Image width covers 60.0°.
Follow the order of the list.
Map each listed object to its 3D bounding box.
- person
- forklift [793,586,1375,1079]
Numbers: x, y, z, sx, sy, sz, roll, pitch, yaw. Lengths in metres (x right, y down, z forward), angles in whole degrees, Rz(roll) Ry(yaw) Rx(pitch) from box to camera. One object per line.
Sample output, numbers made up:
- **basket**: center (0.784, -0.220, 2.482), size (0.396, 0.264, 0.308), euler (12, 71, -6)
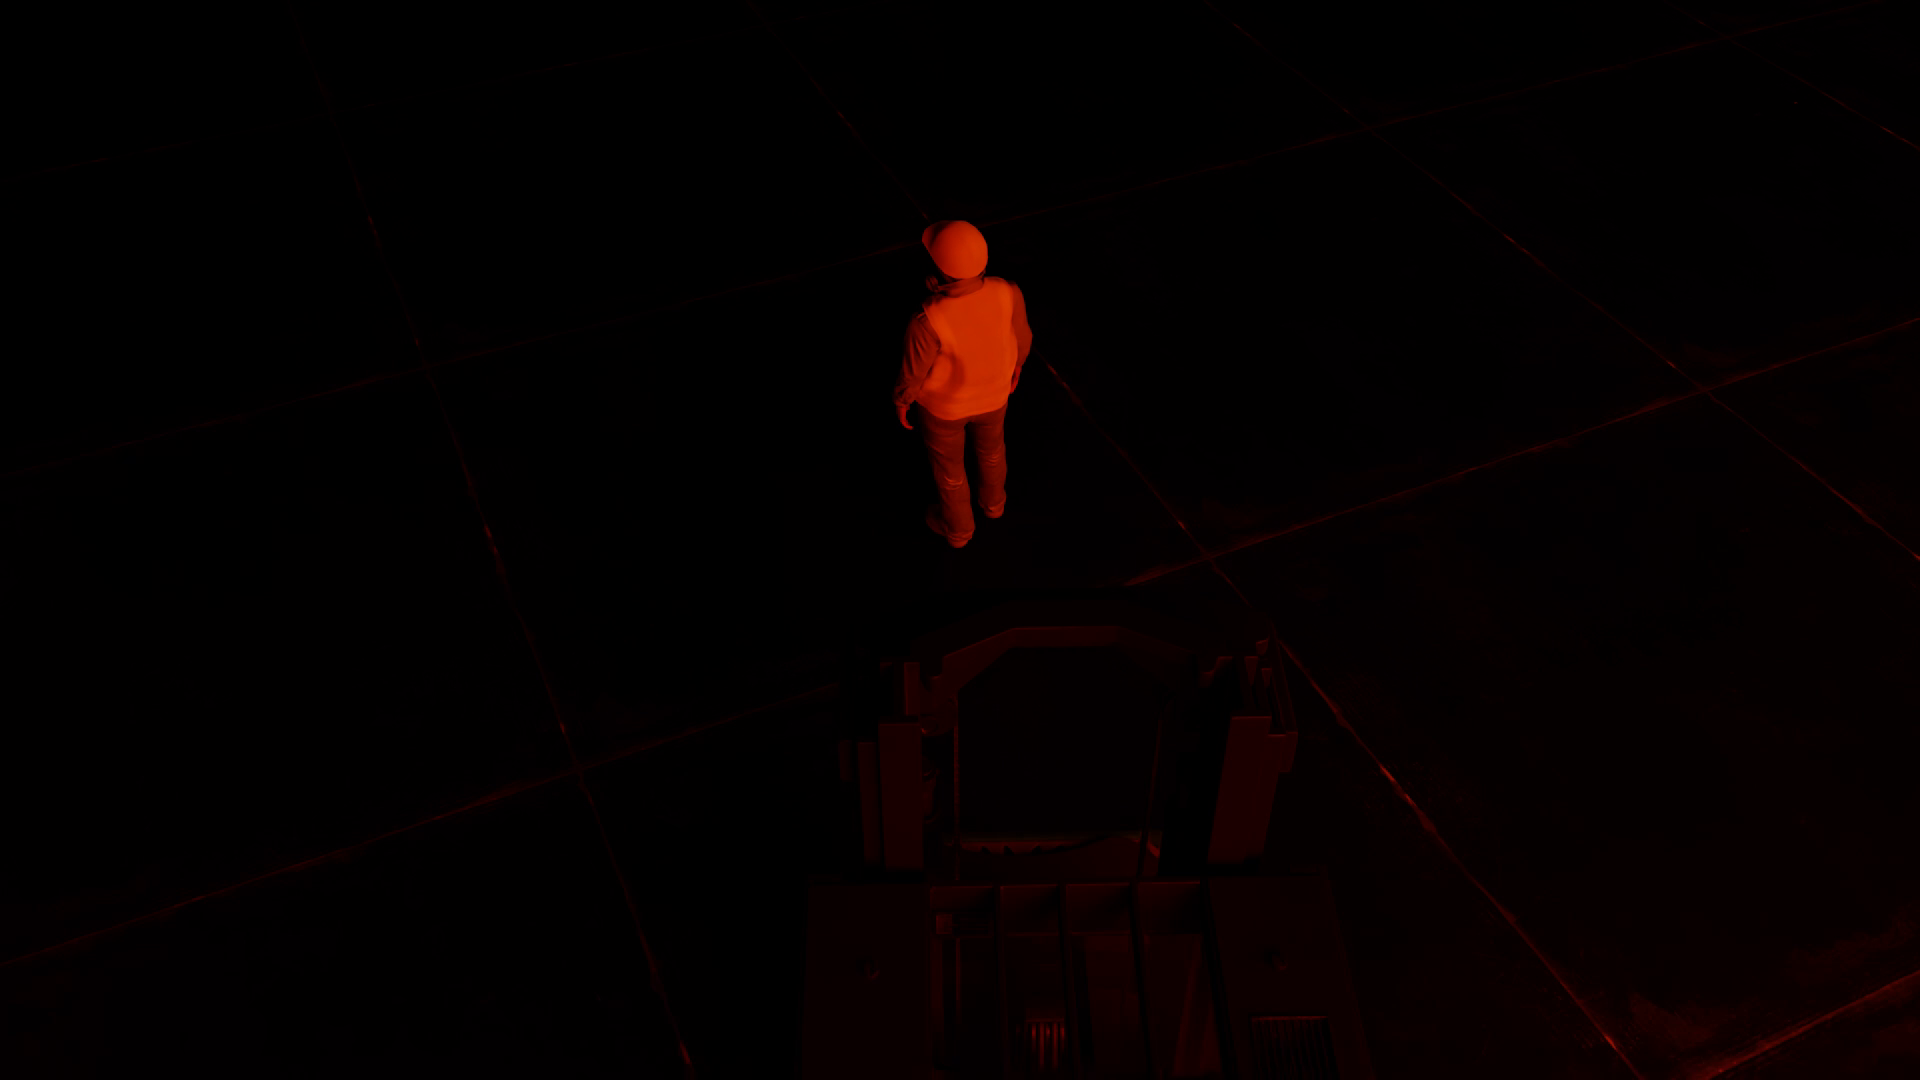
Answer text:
- **person**: center (-0.019, -0.695, 7.261), size (0.632, 1.773, 0.568), euler (-18, 46, -18)
- **forklift**: center (0.227, 1.642, 3.921), size (1.130, 2.935, 3.031), euler (-1, 43, -1)
